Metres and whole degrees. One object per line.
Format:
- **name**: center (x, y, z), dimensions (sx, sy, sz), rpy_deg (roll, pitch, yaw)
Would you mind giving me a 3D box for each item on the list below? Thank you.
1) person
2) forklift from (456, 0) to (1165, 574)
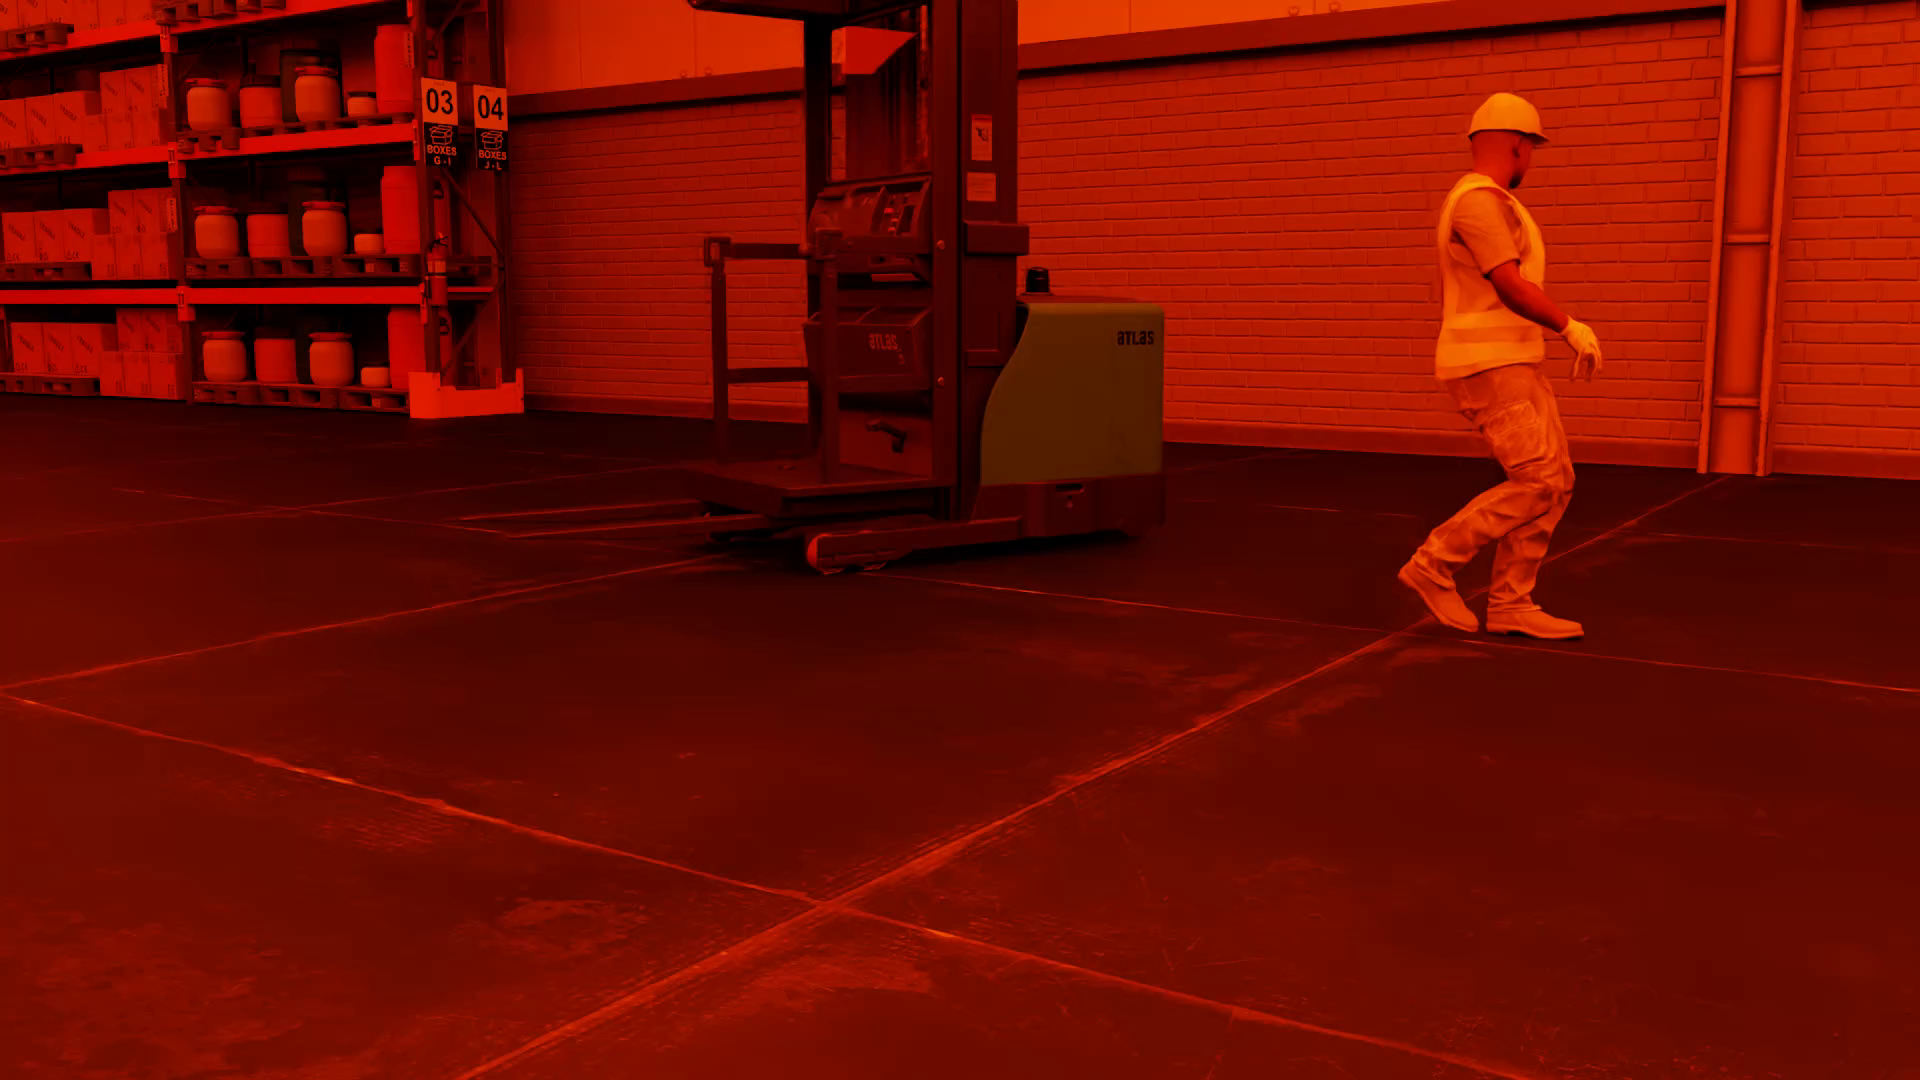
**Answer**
- **person**: center (1.769, -0.554, 5.362), dimensions (0.582, 1.731, 0.747), rpy_deg (4, 9, 25)
- **forklift**: center (-0.569, -1.397, 7.020), dimensions (3.031, 2.935, 1.130), rpy_deg (-5, 10, -33)
